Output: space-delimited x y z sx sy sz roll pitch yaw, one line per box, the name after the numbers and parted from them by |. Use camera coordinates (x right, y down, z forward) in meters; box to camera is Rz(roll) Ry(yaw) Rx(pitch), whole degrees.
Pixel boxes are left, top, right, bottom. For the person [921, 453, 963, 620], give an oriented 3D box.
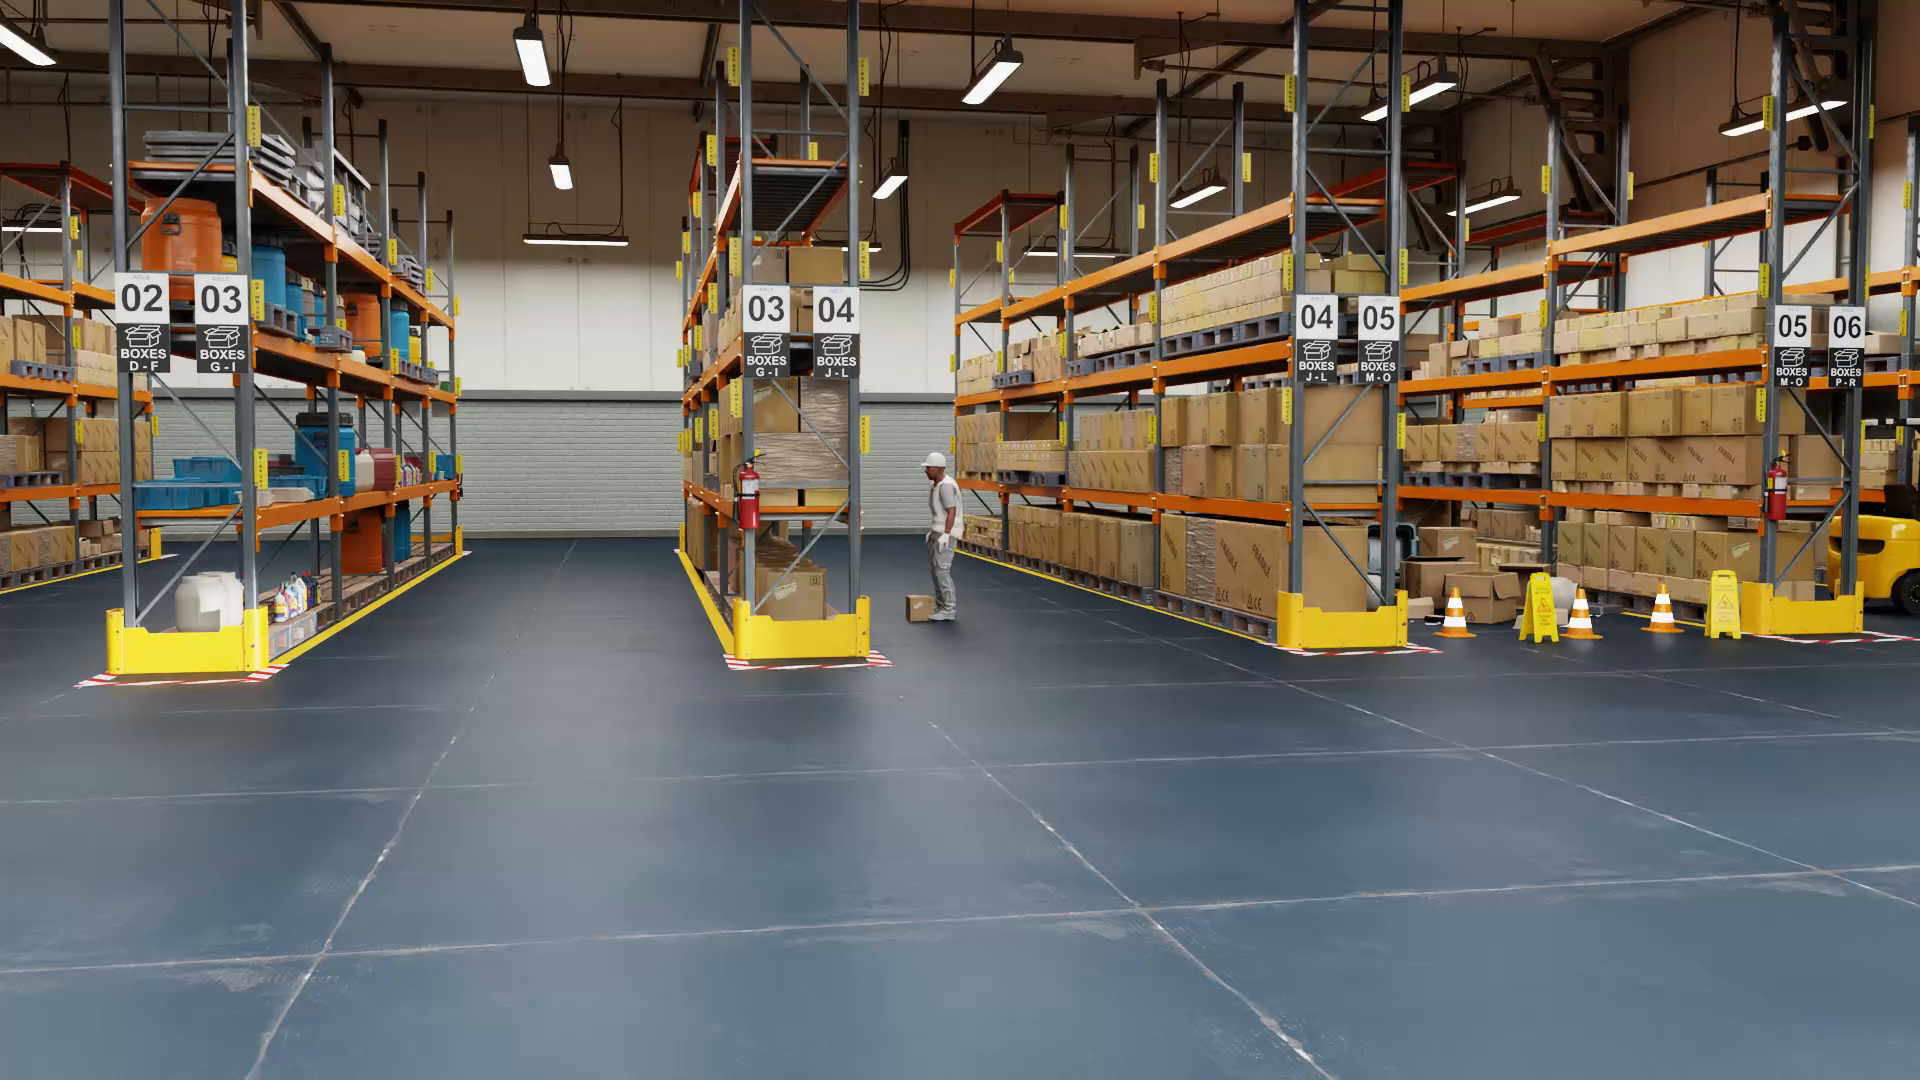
-0.204 -0.039 17.678 0.443 1.776 0.631 -1 3 -14 | person
